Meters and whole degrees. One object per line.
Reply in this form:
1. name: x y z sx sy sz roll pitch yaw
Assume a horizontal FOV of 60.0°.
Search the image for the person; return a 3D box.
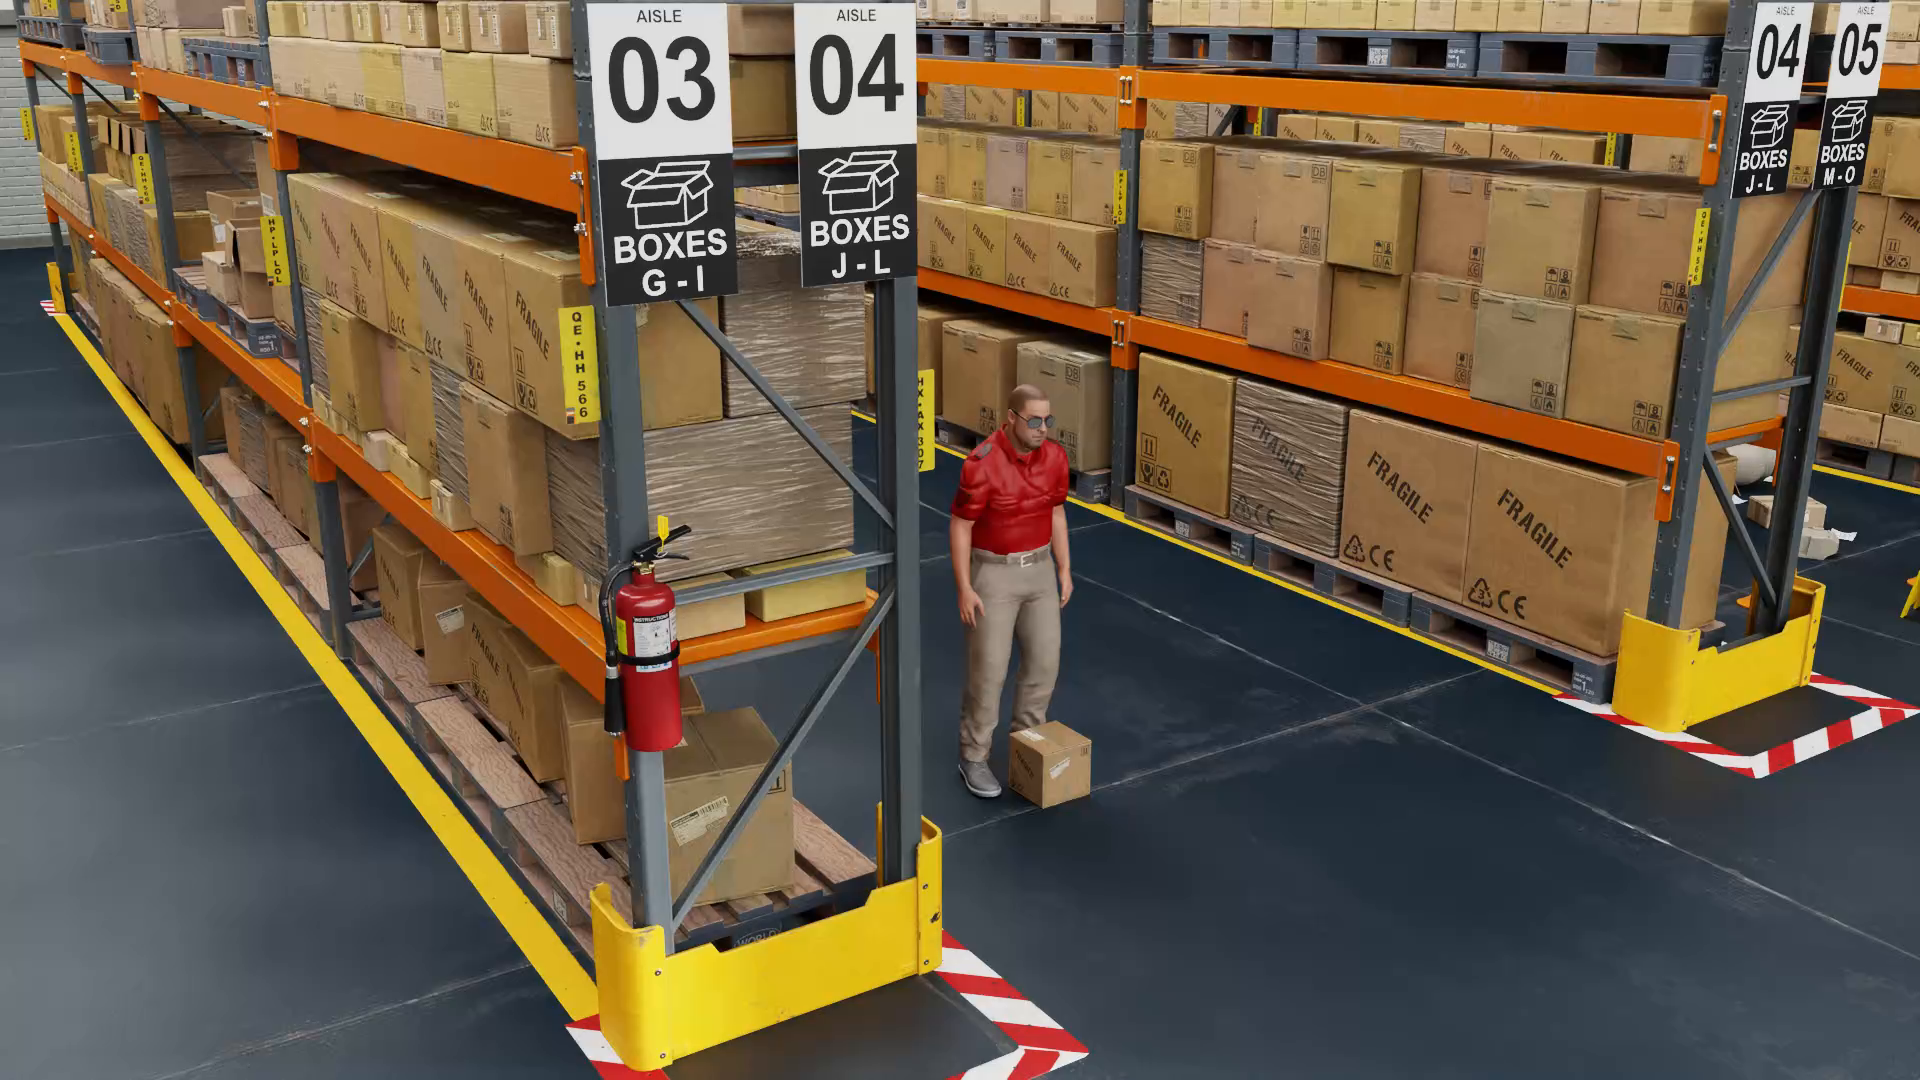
1. person: 0.230 0.183 7.014 0.585 1.726 0.396 -11 21 -31
